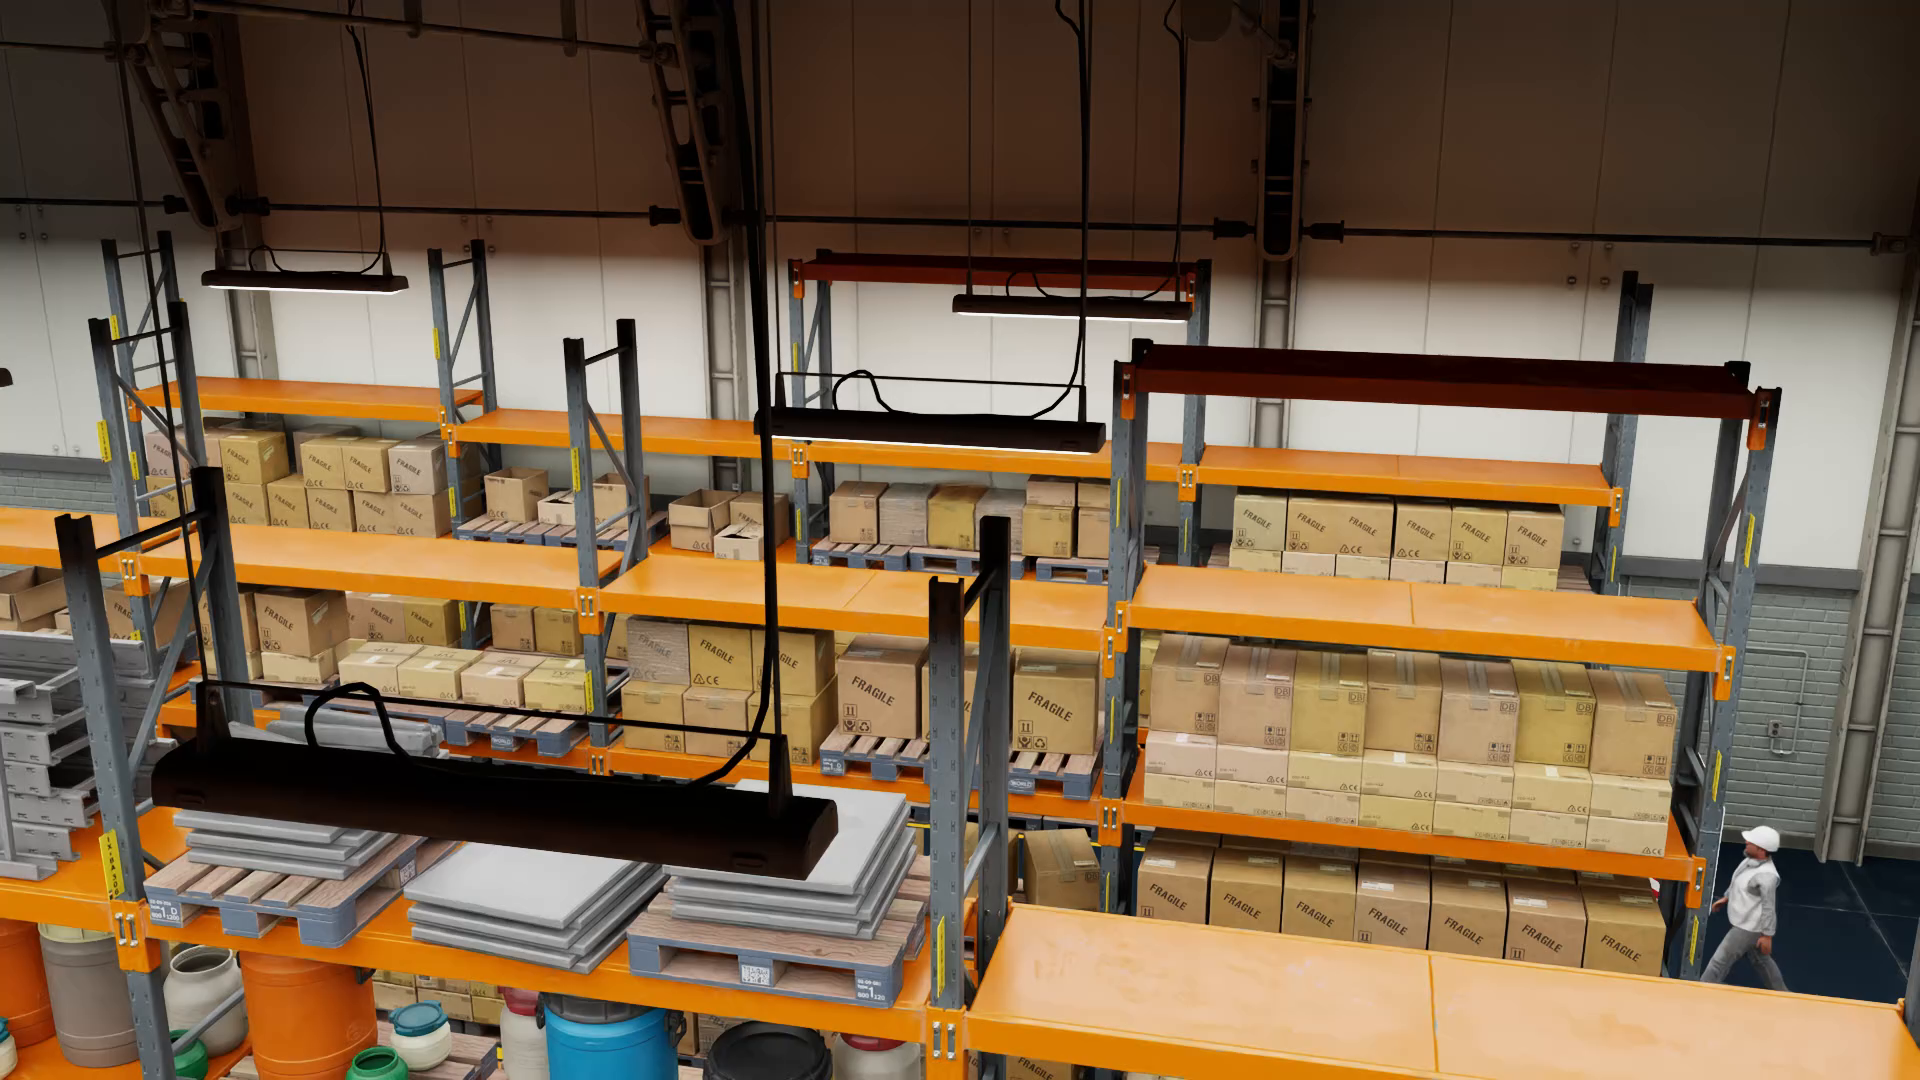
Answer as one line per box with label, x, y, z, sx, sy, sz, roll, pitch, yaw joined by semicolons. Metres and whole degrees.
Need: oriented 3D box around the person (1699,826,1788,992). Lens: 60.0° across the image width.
person;6.673;3.217;14.226;1.015;1.720;0.581;5;17;18
